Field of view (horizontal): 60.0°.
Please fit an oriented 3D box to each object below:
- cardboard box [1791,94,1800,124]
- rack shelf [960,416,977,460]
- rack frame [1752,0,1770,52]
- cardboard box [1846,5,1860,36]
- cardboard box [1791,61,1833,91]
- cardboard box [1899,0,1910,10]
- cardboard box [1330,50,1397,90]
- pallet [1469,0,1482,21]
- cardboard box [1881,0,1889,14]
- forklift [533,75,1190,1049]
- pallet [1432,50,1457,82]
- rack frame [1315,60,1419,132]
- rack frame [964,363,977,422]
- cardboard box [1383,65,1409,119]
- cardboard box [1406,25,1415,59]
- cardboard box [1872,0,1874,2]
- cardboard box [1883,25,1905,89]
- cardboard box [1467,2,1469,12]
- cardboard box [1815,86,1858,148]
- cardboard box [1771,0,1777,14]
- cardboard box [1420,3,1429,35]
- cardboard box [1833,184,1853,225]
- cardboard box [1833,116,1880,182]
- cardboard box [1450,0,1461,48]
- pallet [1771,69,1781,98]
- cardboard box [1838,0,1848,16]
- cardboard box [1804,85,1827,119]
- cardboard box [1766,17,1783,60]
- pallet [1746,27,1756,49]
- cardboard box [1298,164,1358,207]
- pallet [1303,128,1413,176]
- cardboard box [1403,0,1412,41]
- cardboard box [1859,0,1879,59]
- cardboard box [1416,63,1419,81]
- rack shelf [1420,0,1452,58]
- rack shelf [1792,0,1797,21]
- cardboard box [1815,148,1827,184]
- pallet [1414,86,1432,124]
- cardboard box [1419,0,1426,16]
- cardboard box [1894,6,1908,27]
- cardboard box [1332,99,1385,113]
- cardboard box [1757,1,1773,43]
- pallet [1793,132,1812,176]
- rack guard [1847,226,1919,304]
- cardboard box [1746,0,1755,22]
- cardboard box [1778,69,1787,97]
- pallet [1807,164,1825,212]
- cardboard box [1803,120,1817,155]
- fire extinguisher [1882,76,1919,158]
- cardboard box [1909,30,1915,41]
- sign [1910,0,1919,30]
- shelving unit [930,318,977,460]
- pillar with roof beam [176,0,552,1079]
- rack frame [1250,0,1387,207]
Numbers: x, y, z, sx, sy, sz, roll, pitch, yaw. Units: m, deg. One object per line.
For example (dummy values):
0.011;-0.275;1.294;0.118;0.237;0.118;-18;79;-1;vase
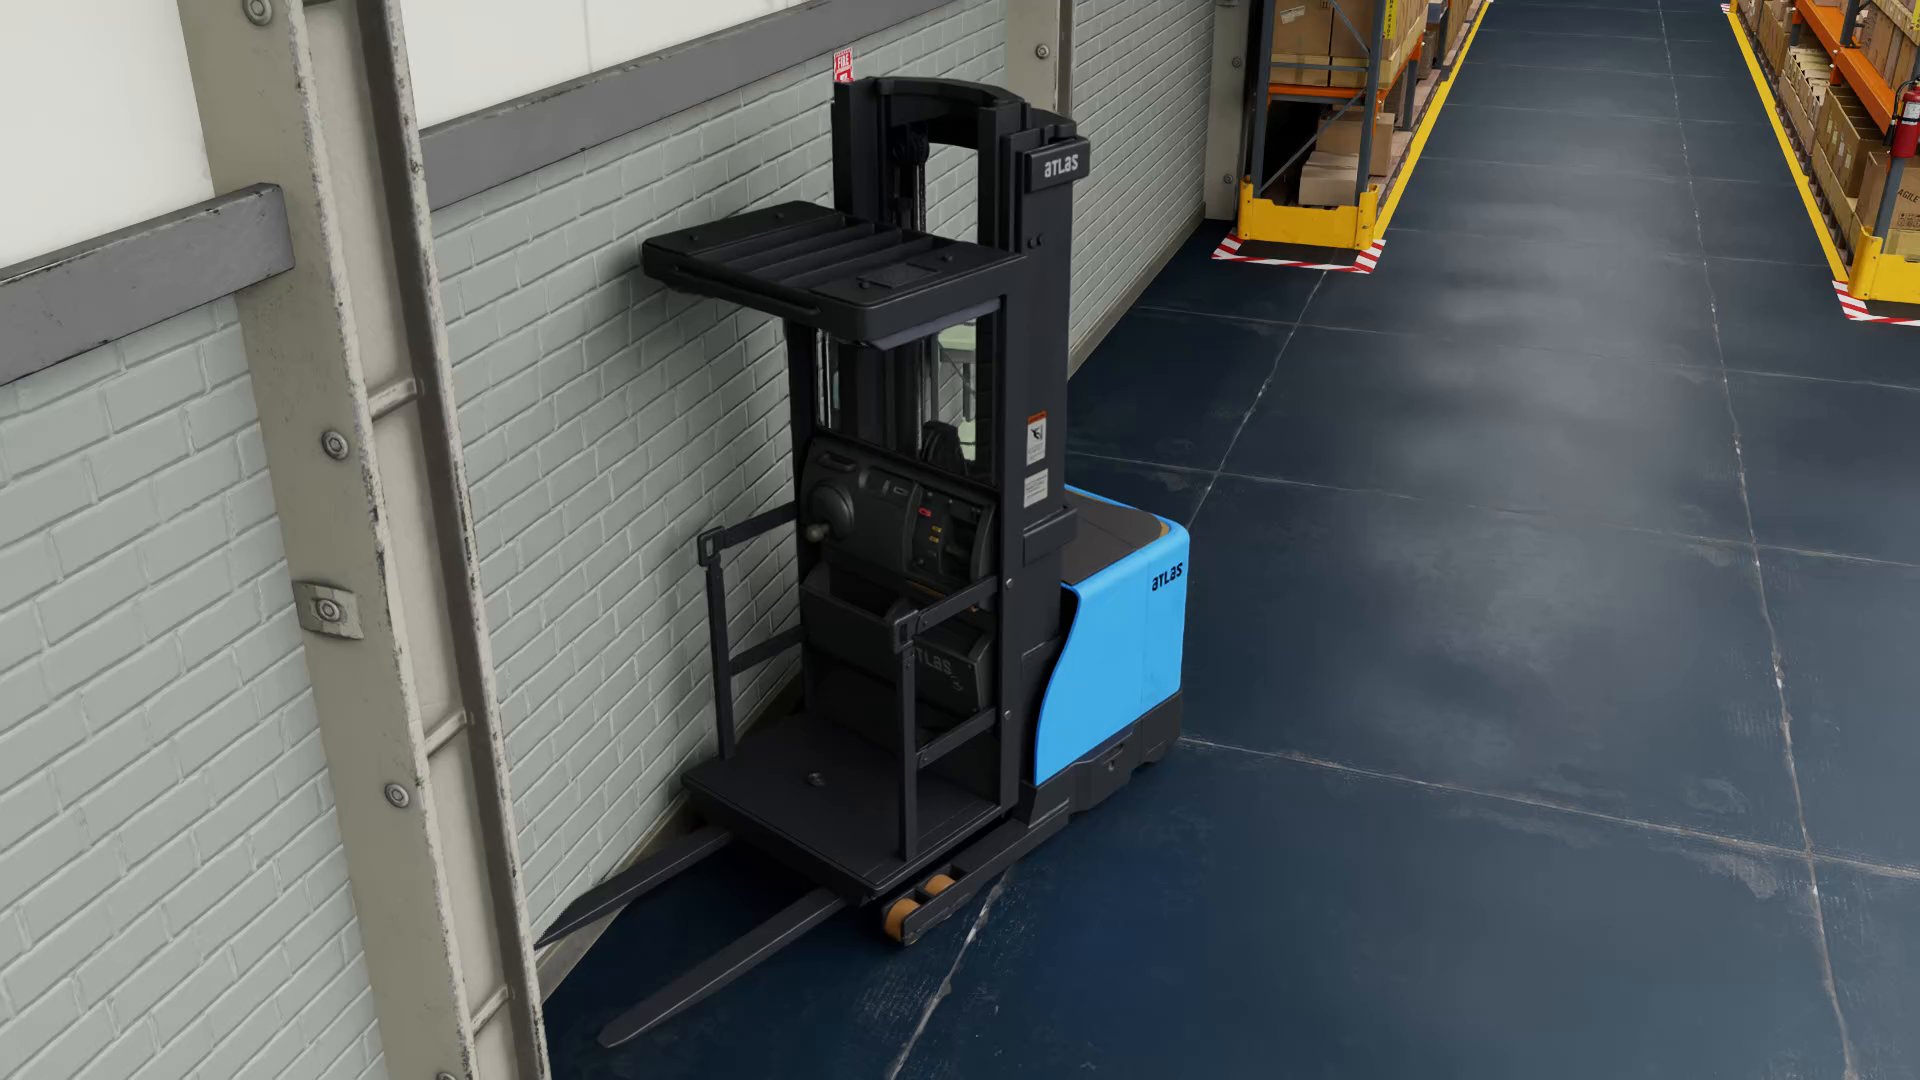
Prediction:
9.409;-4.704;18.197;0.500;0.250;0.500;9;27;18;cardboard box
0.136;-0.354;9.008;0.431;0.370;0.720;6;26;12;rack shelf
11.696;-8.201;22.746;1.000;3.000;0.127;9;27;17;rack frame
9.153;-5.241;16.786;0.396;0.266;0.258;8;27;16;cardboard box
9.575;-5.162;18.499;0.500;0.311;0.500;8;27;16;cardboard box
8.391;-4.740;13.995;0.700;0.500;0.500;9;27;17;cardboard box
3.492;-4.082;14.389;0.500;0.250;0.500;8;27;16;cardboard box
7.754;-8.467;26.495;1.003;0.211;1.213;9;27;17;pallet
8.422;-4.748;14.755;0.380;0.149;0.250;8;27;16;cardboard box
-0.383;-0.071;6.034;1.130;2.935;3.031;21;33;37;forklift
6.025;-6.332;22.085;1.003;0.211;1.213;9;27;17;pallet
4.361;-5.630;17.436;1.000;3.000;0.127;9;27;17;rack frame
0.218;-0.803;9.187;0.400;1.500;0.023;6;26;12;rack frame
4.590;-5.008;18.515;0.700;0.500;0.500;10;27;19;cardboard box
3.996;-4.714;15.692;0.500;0.250;0.500;9;27;18;cardboard box
8.678;-5.065;15.409;0.380;0.149;0.250;9;27;18;cardboard box
8.382;-4.141;14.246;0.700;0.500;0.500;10;27;19;cardboard box
7.369;-8.274;25.283;0.700;0.500;0.500;9;27;18;cardboard box
8.584;-4.057;16.000;0.500;0.500;0.500;9;27;17;cardboard box
10.972;-7.037;21.845;0.500;0.250;0.500;9;27;18;cardboard box
4.489;-5.333;16.972;0.500;0.250;0.500;9;27;18;cardboard box
7.922;-2.897;14.465;0.500;0.250;0.500;9;27;17;cardboard box
8.087;-3.440;14.726;0.500;0.500;0.500;9;27;17;cardboard box
6.358;-7.138;22.535;0.750;0.750;0.750;9;27;17;cardboard box
10.649;-5.603;20.581;1.003;0.211;1.213;9;27;17;pallet
9.822;-5.910;17.900;0.500;0.500;0.500;7;27;15;cardboard box
9.065;-4.540;17.214;0.500;0.311;0.500;10;27;19;cardboard box
10.796;-6.478;21.550;0.500;0.500;0.500;8;27;15;cardboard box
11.925;-7.228;23.936;1.003;0.211;1.213;9;27;17;pallet
3.345;-3.245;15.091;0.500;0.311;0.500;6;26;12;cardboard box
4.171;-4.094;17.463;1.003;0.211;1.213;9;27;17;pallet
3.824;-4.831;15.074;0.500;0.500;0.500;8;27;16;cardboard box
8.892;-4.775;15.555;0.700;0.500;0.500;8;27;16;cardboard box
5.082;-5.640;19.821;0.700;0.500;0.500;9;27;17;cardboard box
5.026;-6.128;19.290;1.077;0.370;4.000;9;27;17;rack shelf
11.030;-7.055;21.205;1.077;0.370;4.000;9;27;17;rack shelf
8.422;-3.513;15.738;0.500;0.250;0.500;9;27;17;cardboard box
5.023;-5.198;19.744;1.003;0.211;1.213;9;27;17;pallet
4.334;-5.464;16.382;0.500;0.500;0.500;9;27;17;cardboard box
8.164;-4.429;14.096;0.380;0.149;0.250;8;27;17;cardboard box
4.053;-4.271;16.992;0.500;0.500;0.500;7;27;14;cardboard box
11.305;-7.110;22.857;0.500;0.500;0.500;8;27;15;cardboard box
9.242;-3.967;17.200;1.003;0.211;1.213;9;27;17;pallet
7.694;-2.135;13.085;1.175;0.500;0.348;9;27;17;rack guard
11.867;-7.772;24.441;0.500;0.311;0.500;9;27;17;cardboard box
9.913;-5.336;19.502;0.500;0.250;0.500;9;27;17;cardboard box
8.729;-3.338;15.901;1.003;0.211;1.213;9;27;17;pallet
8.898;-4.077;16.902;0.500;0.250;0.500;8;27;17;cardboard box
7.225;-3.253;12.616;0.296;0.674;0.183;9;27;17;fire extinguisher
7.906;-4.107;13.431;0.380;0.149;0.250;9;27;18;cardboard box
7.195;-3.982;12.431;0.100;0.325;0.005;9;27;17;sign
0.136;-0.647;8.866;0.431;1.500;0.755;6;26;12;shelving unit
2.513;-1.544;2.113;9.100;9.000;0.400;9;27;17;pillar with roof beam
3.030;-3.986;14.041;1.000;3.000;0.127;9;27;17;rack frame
